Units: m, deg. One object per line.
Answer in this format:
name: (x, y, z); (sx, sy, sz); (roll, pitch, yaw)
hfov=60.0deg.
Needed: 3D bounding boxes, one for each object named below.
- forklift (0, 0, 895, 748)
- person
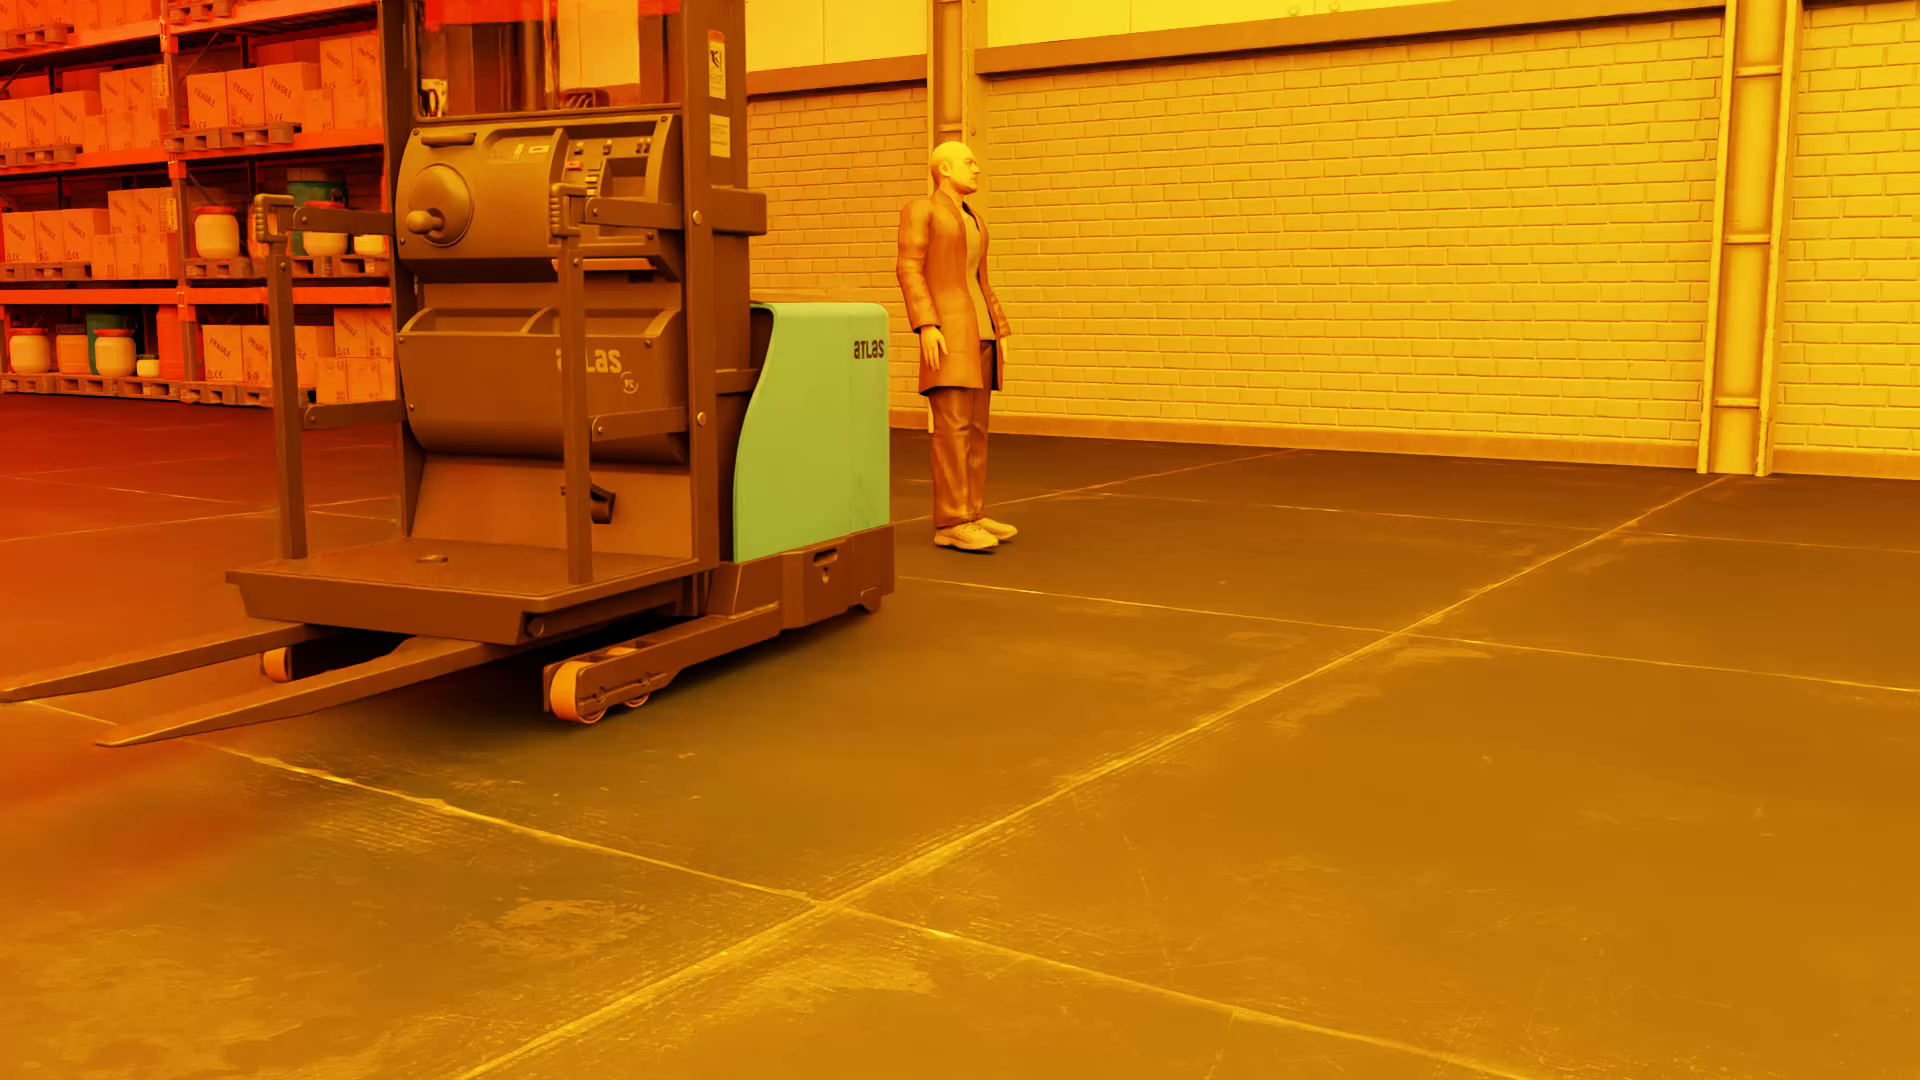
forklift: (-1.309, -1.046, 4.547); (1.130, 2.935, 3.031); (4, 9, 25)
person: (0.074, -0.880, 7.423); (0.579, 1.778, 0.698); (5, 10, 34)
